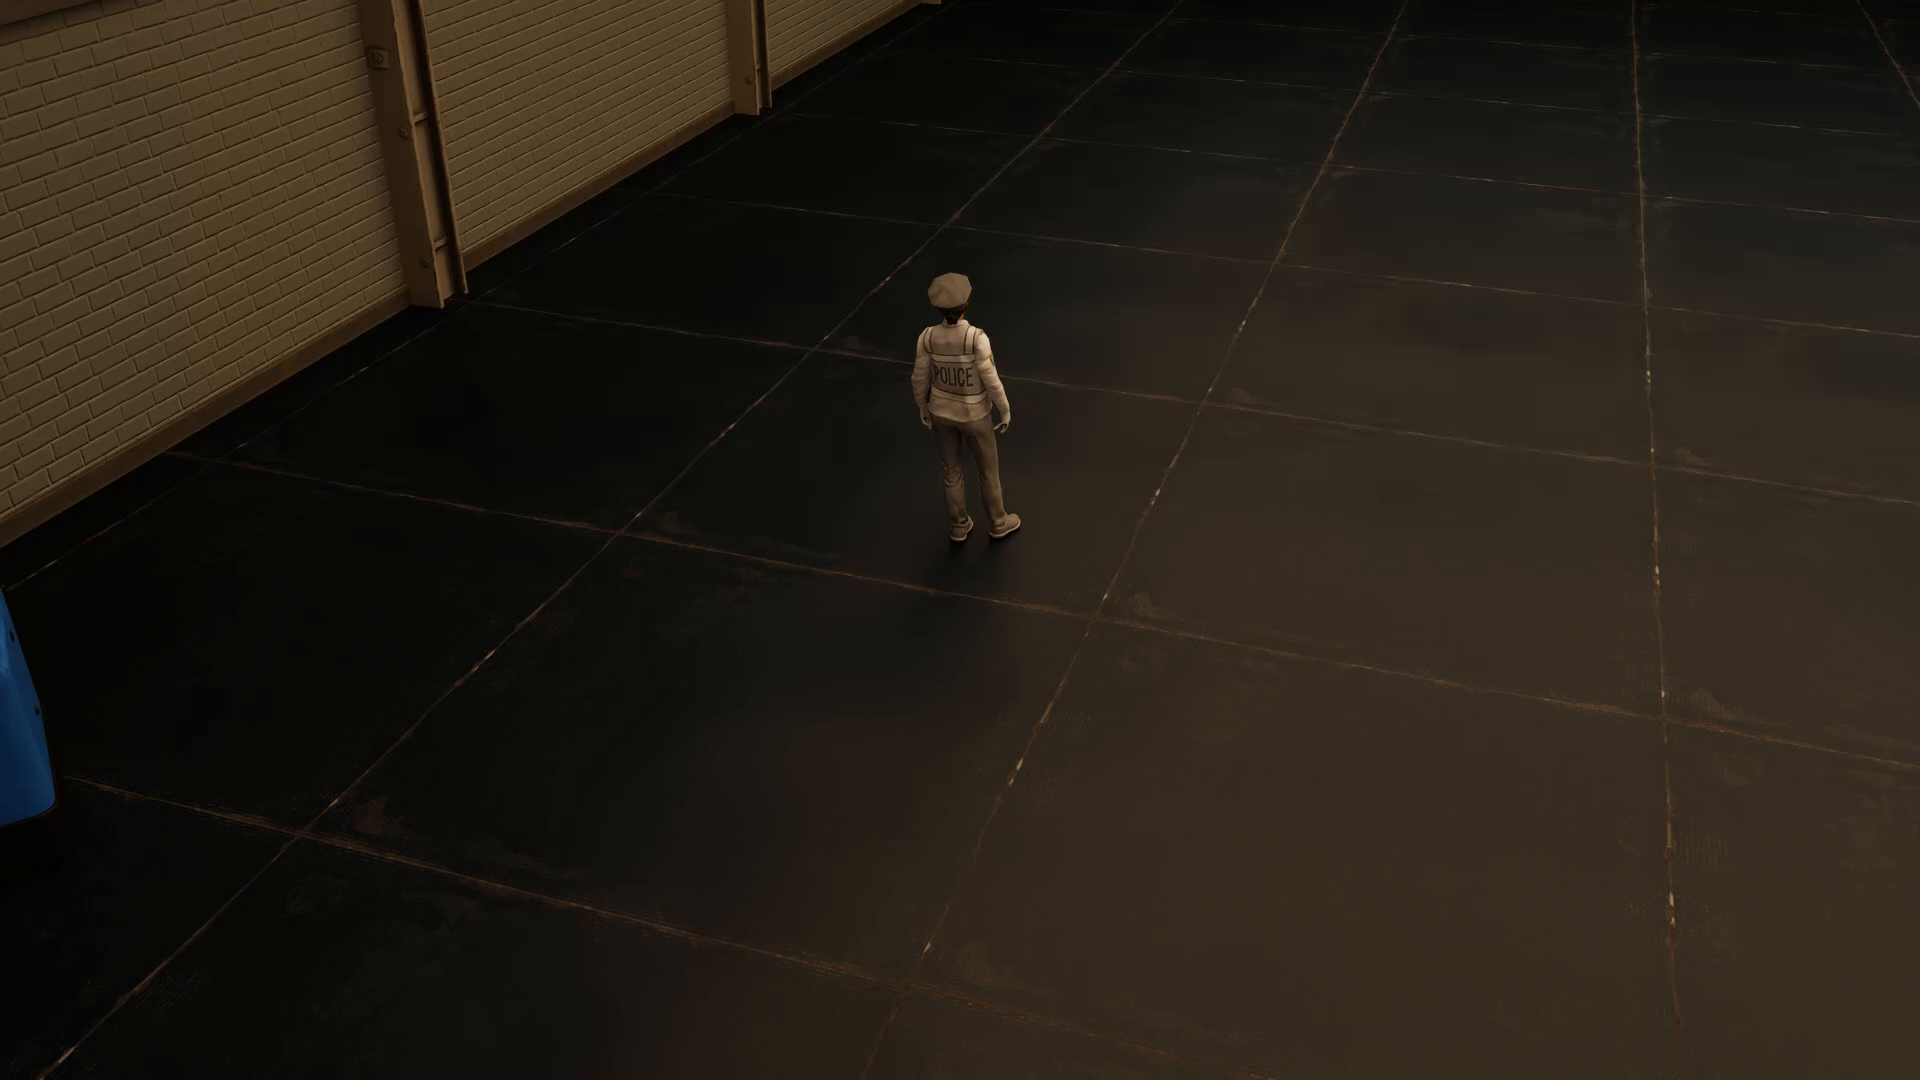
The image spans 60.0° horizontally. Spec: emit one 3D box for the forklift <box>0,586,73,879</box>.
[{"bbox_3d":[-5.555,0.347,6.527,3.031,2.935,1.130,-16,33,-26],"label":"forklift"}]

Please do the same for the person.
[{"bbox_3d":[0.029,-0.773,9.727,0.586,1.694,0.530,10,31,16],"label":"person"}]
